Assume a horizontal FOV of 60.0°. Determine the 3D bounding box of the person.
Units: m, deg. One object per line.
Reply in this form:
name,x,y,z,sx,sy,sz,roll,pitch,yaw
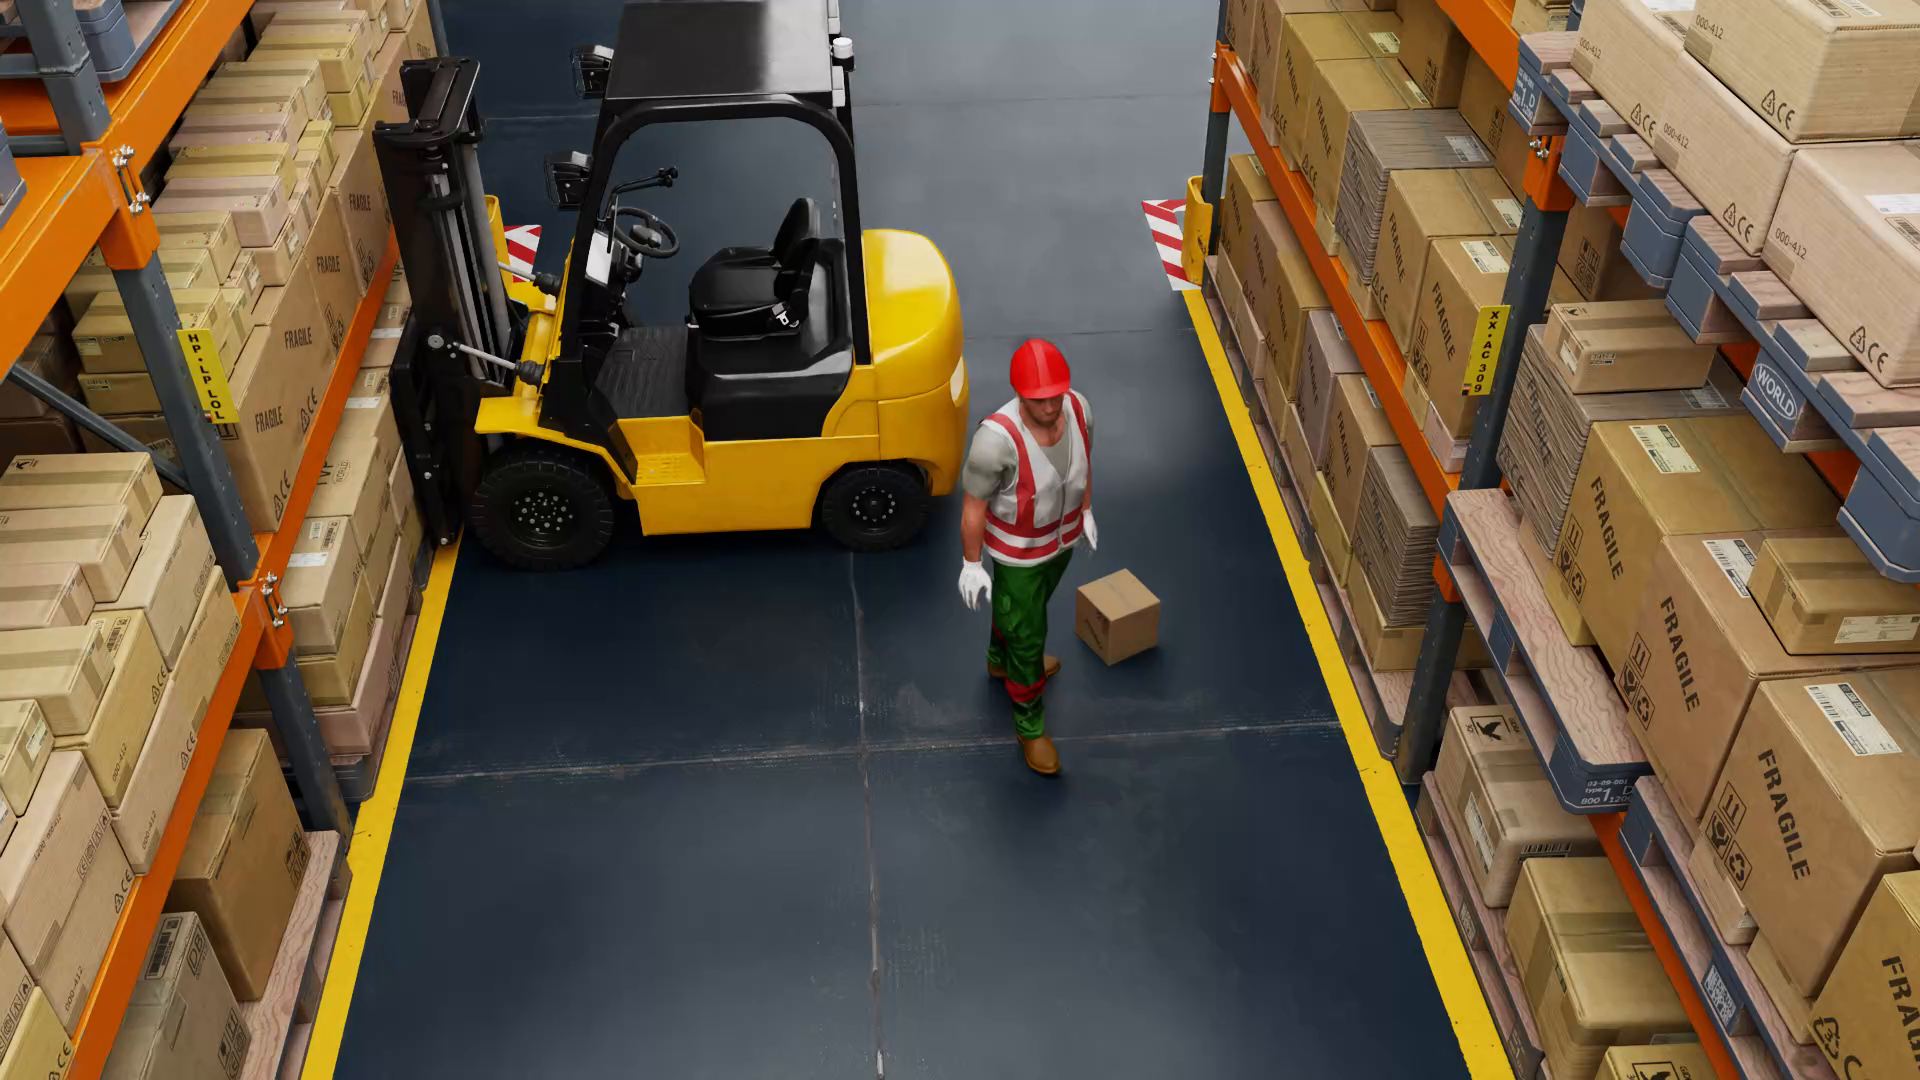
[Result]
person,0.267,0.027,6.105,0.608,1.790,0.624,-29,47,-32
